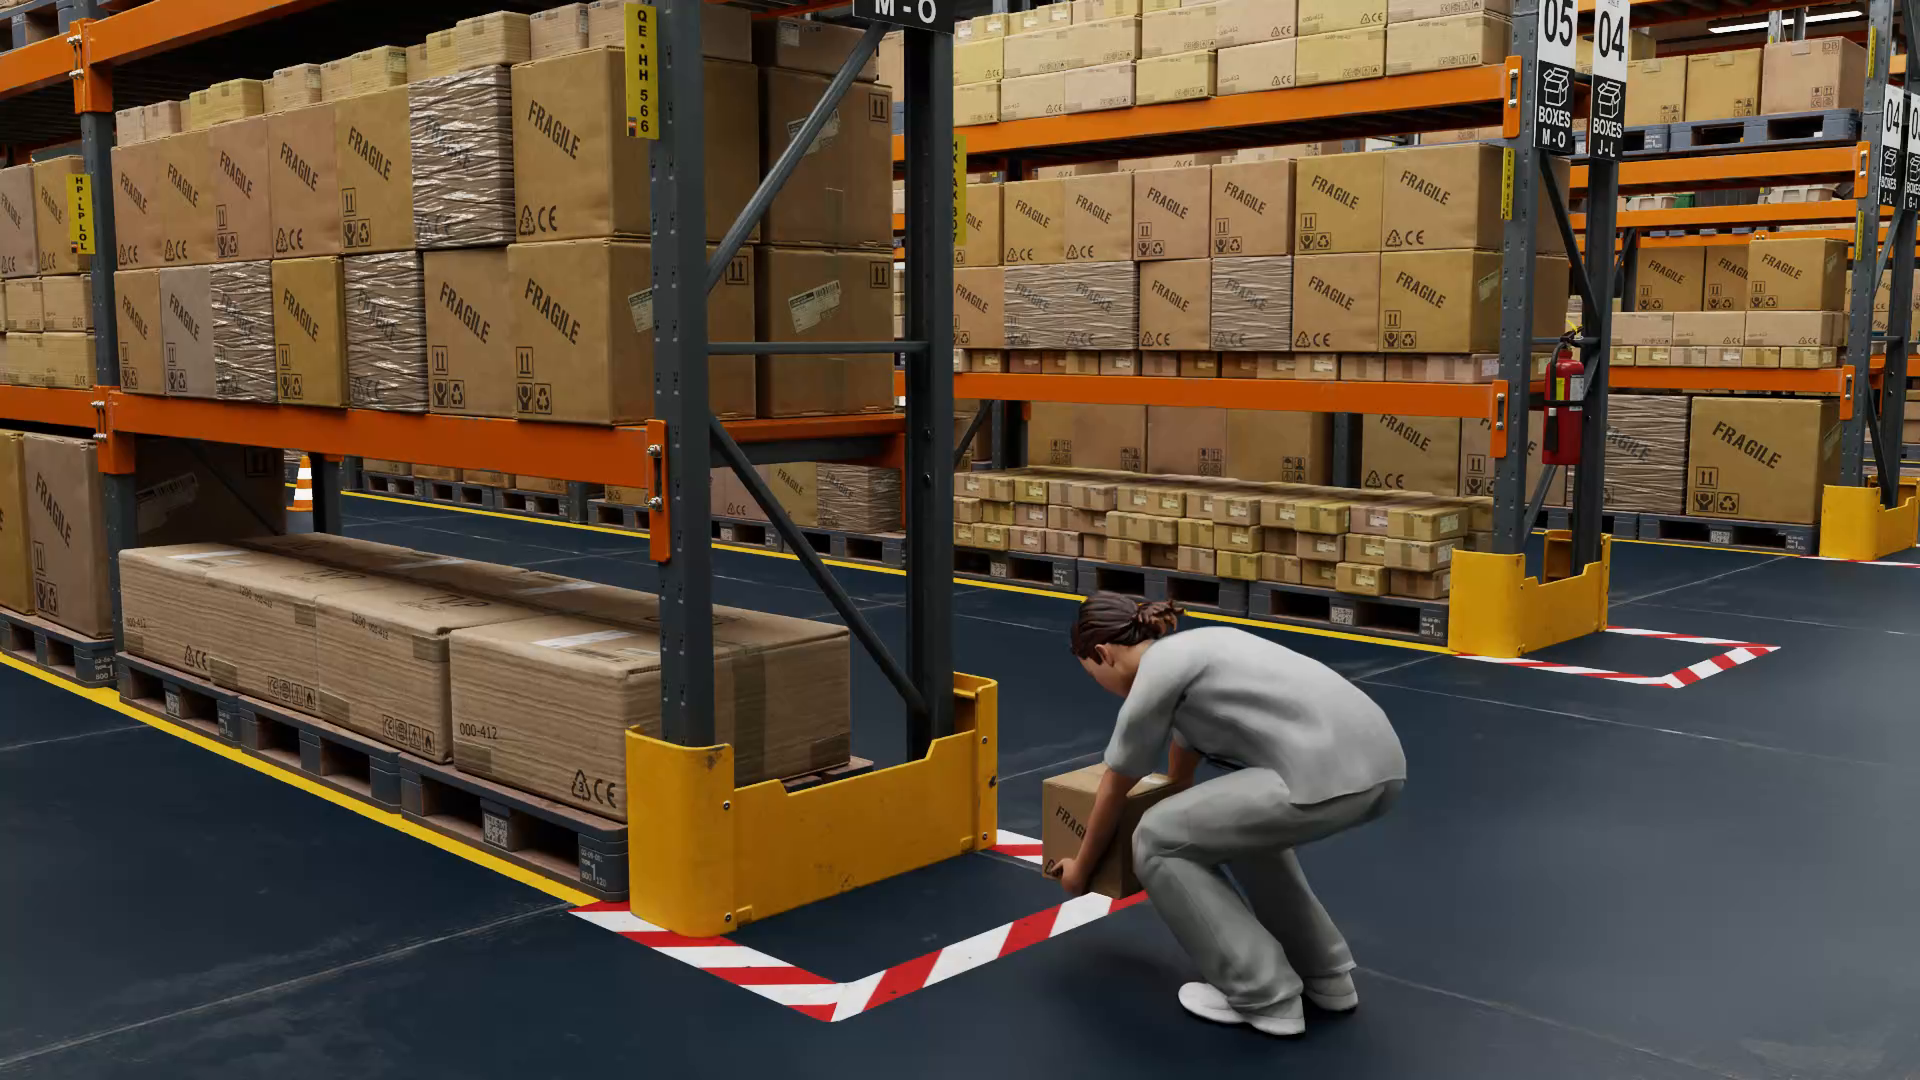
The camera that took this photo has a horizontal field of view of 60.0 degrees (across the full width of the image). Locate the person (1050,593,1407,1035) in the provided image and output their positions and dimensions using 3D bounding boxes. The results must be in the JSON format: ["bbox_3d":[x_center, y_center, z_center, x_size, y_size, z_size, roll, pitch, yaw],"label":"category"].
[{"bbox_3d":[0.612,0.608,3.890,0.842,0.938,0.469,6,10,42],"label":"person"}]
